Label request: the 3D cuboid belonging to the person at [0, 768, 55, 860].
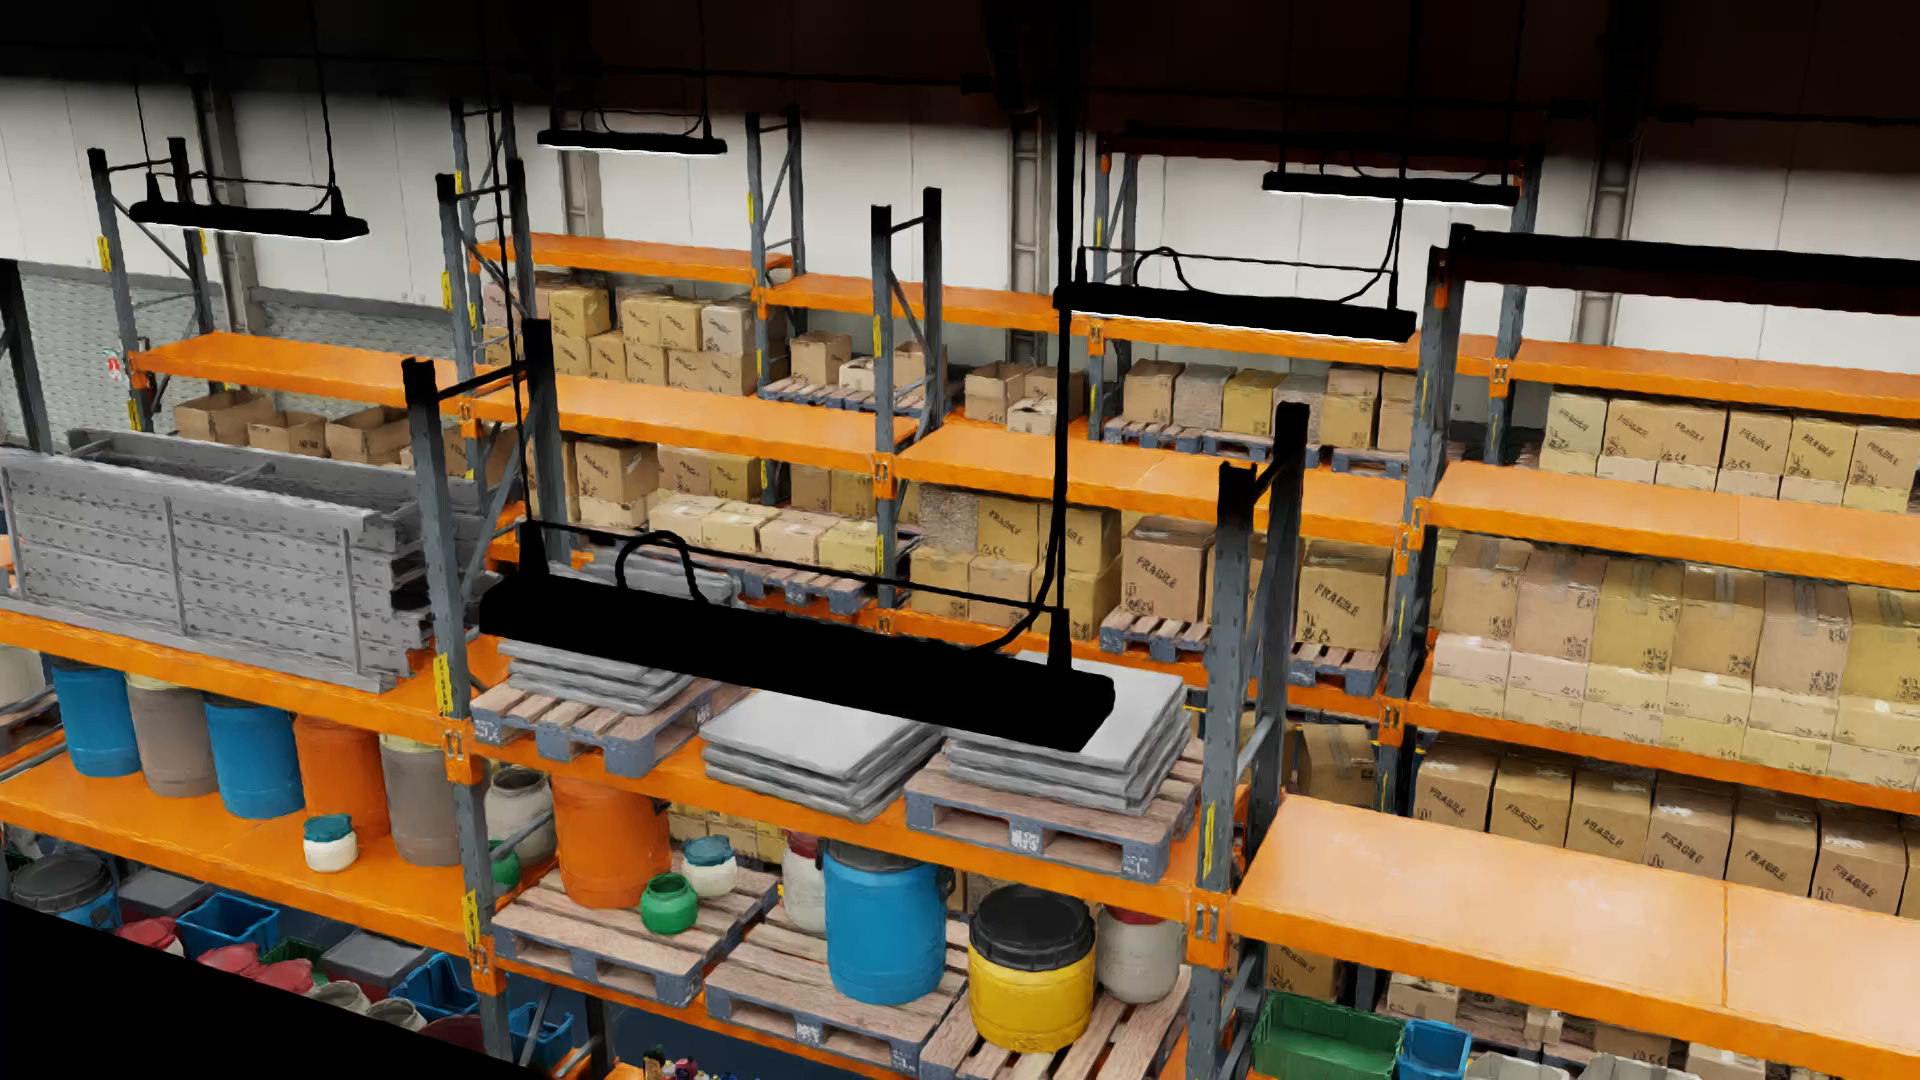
[{"bbox_3d":[-7.909,2.433,14.014,1.041,1.517,0.415,8,22,20],"label":"person"}]
